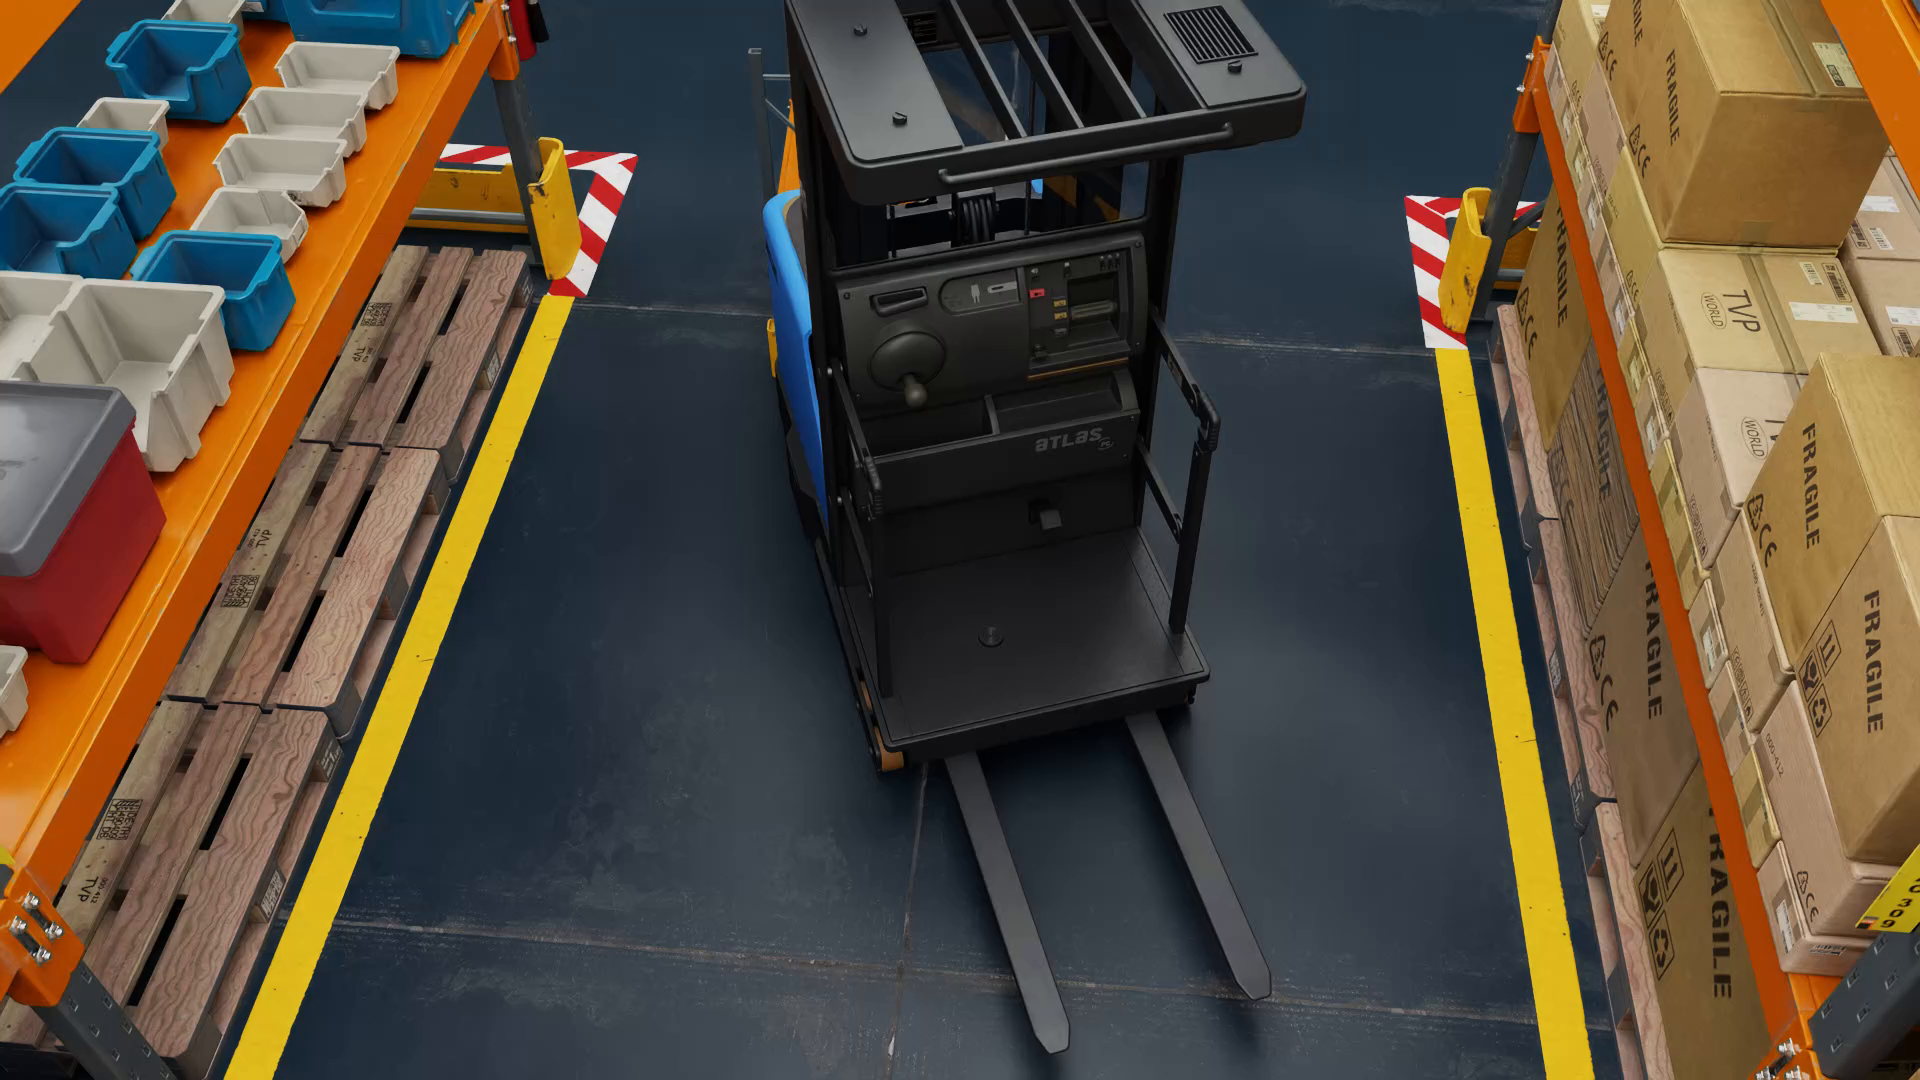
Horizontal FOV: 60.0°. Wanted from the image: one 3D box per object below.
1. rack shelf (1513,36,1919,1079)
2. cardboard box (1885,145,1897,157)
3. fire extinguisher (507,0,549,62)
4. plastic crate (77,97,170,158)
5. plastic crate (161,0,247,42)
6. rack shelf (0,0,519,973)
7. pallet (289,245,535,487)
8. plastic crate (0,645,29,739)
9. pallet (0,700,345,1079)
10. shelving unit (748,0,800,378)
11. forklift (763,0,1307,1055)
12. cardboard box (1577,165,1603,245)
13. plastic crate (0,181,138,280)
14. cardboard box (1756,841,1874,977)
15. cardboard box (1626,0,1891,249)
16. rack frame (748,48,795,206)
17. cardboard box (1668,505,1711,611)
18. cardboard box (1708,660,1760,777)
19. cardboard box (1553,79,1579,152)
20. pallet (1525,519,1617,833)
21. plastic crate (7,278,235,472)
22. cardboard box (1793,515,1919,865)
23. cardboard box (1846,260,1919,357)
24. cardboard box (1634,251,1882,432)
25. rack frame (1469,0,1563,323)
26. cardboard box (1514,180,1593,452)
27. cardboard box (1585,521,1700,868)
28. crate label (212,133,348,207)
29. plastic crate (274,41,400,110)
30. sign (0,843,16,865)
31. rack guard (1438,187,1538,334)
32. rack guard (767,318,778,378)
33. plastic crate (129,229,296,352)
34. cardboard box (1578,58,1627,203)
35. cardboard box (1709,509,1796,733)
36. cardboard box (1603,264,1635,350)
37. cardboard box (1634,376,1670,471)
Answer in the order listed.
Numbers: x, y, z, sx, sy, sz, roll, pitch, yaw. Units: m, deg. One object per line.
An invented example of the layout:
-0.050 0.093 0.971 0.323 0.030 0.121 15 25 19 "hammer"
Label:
2.469 -0.249 4.932 1.077 0.370 4.000 4 48 4 "rack shelf"
2.825 -1.265 5.274 0.500 0.250 0.500 3 48 3 "cardboard box"
-1.814 -2.223 6.555 0.296 0.674 0.183 4 48 4 "fire extinguisher"
-2.805 -1.338 5.579 0.250 0.136 0.298 4 48 4 "plastic crate"
-2.743 -1.836 6.035 0.250 0.136 0.298 4 48 4 "plastic crate"
-2.463 -0.582 5.237 1.077 0.370 4.000 4 48 4 "rack shelf"
-2.394 -0.750 6.793 1.003 0.211 1.213 4 48 4 "pallet"
-2.461 0.381 4.007 0.396 0.136 0.243 4 48 4 "plastic crate"
-2.617 1.043 5.153 1.003 0.211 1.213 4 48 4 "pallet"
-0.475 -1.570 6.670 0.587 1.500 1.083 1 48 1 "shelving unit"
0.166 -0.547 4.764 1.130 2.935 3.031 -12 49 -10 "forklift"
2.223 -1.069 5.366 0.380 0.149 0.250 3 48 3 "cardboard box"
-2.778 -0.911 5.123 0.416 0.233 0.300 4 48 4 "plastic crate"
1.989 0.817 3.641 0.380 0.149 0.250 4 48 4 "cardboard box"
2.252 -1.181 4.689 0.500 0.500 0.500 3 48 2 "cardboard box"
-0.483 -1.188 6.321 0.500 1.500 0.032 1 48 1 "rack frame"
2.082 0.060 4.332 0.380 0.149 0.250 5 48 4 "cardboard box"
2.035 0.439 3.986 0.380 0.149 0.250 3 48 3 "cardboard box"
2.269 -1.449 5.713 0.380 0.149 0.250 3 48 3 "cardboard box"
2.543 0.467 5.680 1.003 0.211 1.213 4 48 4 "pallet"
-2.323 -0.445 4.664 0.437 0.282 0.530 4 48 4 "plastic crate"
2.063 0.319 3.317 0.500 0.500 0.500 5 48 5 "cardboard box"
2.735 -0.508 4.581 0.500 0.250 0.500 4 48 4 "cardboard box"
2.207 -0.541 4.612 0.500 0.250 0.500 3 48 3 "cardboard box"
2.652 -1.961 6.011 1.000 3.000 0.127 4 48 4 "rack frame"
2.673 -0.910 6.205 0.875 0.875 0.875 4 48 4 "cardboard box"
2.509 0.412 4.995 0.875 0.875 0.875 4 48 4 "cardboard box"
-2.217 -1.196 5.449 0.396 0.136 0.243 4 48 4 "crate label"
-2.175 -1.614 5.832 0.396 0.136 0.243 4 48 4 "plastic crate"
-2.098 0.590 3.490 0.100 0.325 0.005 4 48 4 "sign"
2.654 -1.135 6.950 1.175 0.500 0.348 4 48 4 "rack guard"
-0.483 -0.781 6.795 0.587 0.250 0.087 1 48 1 "rack guard"
-2.213 -0.732 4.959 0.416 0.233 0.300 4 48 4 "plastic crate"
2.298 -1.294 5.301 0.500 0.250 0.500 3 48 3 "cardboard box"
2.111 0.206 3.929 0.500 0.250 0.500 5 48 5 "cardboard box"
2.176 -0.693 5.021 0.380 0.149 0.250 3 48 3 "cardboard box"
2.130 -0.315 4.675 0.380 0.149 0.250 5 48 4 "cardboard box"
